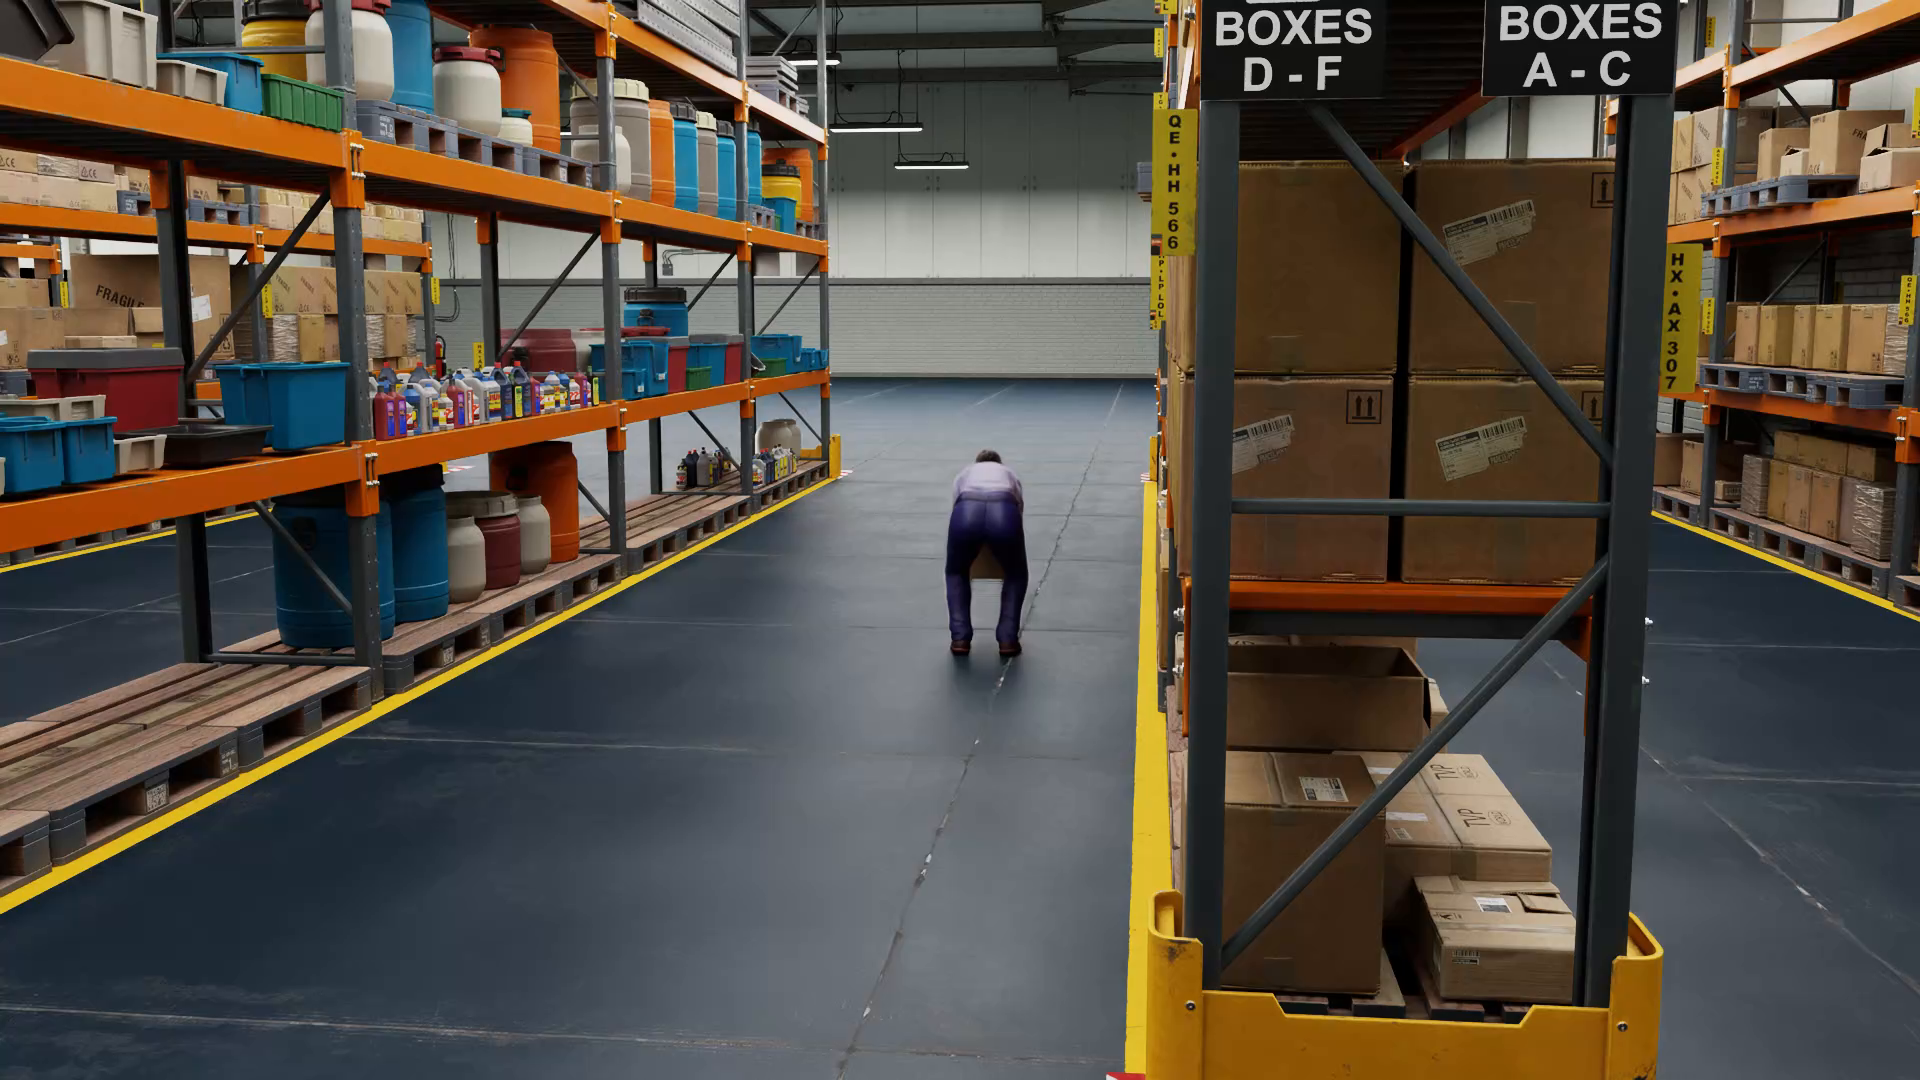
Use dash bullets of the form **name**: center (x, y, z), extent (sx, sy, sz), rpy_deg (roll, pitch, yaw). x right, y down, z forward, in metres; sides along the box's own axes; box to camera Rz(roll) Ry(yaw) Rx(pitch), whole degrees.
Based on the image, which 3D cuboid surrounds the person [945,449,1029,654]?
- **person**: center (0.162, 0.062, 9.781), extent (0.491, 1.147, 0.873), rpy_deg (1, 8, 4)
